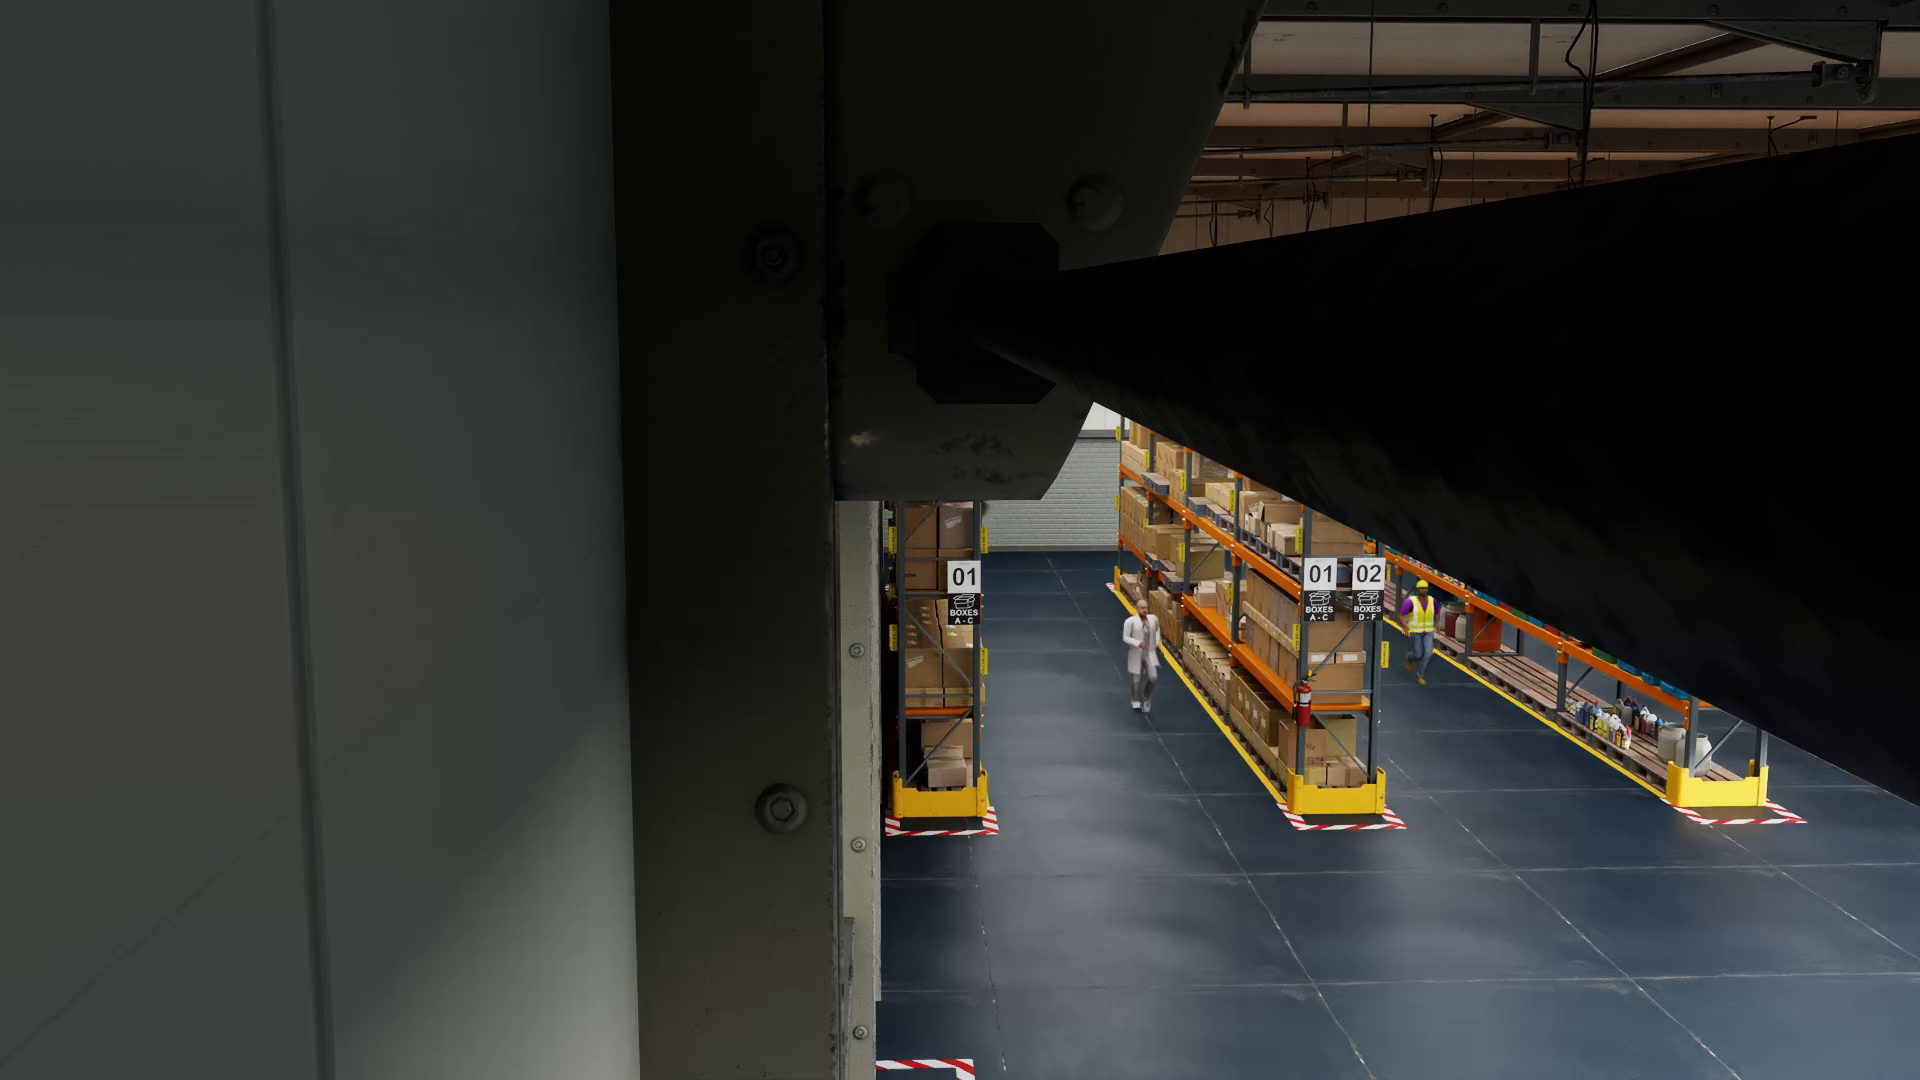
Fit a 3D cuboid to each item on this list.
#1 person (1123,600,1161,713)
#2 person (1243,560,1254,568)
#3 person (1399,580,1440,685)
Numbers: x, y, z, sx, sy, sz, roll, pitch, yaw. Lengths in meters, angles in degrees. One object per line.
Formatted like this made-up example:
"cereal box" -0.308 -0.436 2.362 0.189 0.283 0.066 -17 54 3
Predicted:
"person" 2.810 1.794 25.542 0.672 1.771 0.838 -1 8 -10
"person" 6.093 0.539 34.273 0.608 1.684 0.924 -2 8 -11
"person" 7.664 1.517 27.668 0.707 1.726 0.650 0 8 -3
